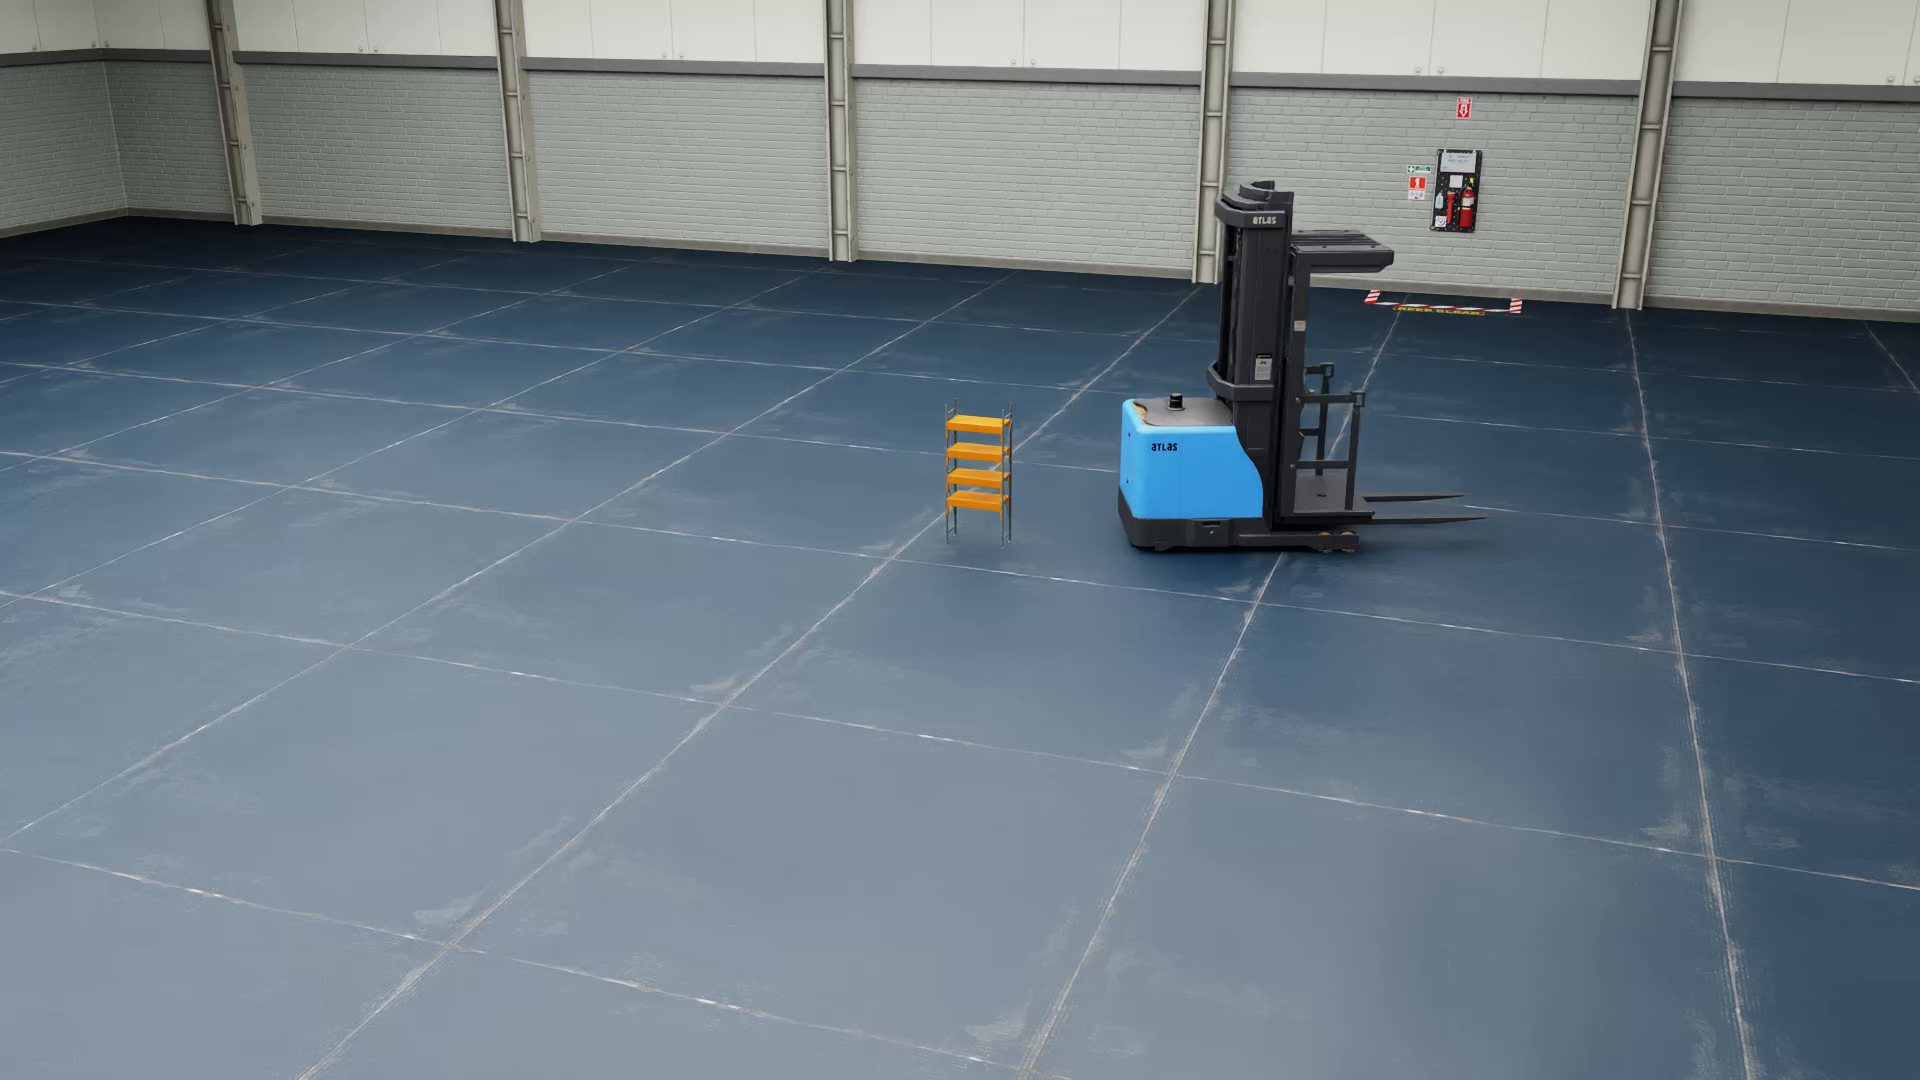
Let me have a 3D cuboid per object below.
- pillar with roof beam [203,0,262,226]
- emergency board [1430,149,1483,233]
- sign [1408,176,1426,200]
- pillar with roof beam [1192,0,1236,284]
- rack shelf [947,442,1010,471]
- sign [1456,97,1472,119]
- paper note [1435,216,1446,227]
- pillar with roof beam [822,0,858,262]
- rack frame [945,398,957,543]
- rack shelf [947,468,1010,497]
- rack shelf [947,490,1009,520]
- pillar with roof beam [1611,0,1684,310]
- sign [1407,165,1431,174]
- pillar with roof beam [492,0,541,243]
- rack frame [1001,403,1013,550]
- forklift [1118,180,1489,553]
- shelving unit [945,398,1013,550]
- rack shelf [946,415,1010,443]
[{"bbox_3d":[-14.650,-8.799,25.647,0.400,9.000,9.100,7,20,18],"label":"pillar with roof beam"},{"bbox_3d":[7.112,-4.991,23.837,0.643,1.169,0.194,7,20,18],"label":"emergency board"},{"bbox_3d":[6.624,-5.100,24.095,0.234,0.329,0.001,7,20,18],"label":"sign"},{"bbox_3d":[2.353,-6.855,20.069,0.400,9.000,9.100,7,20,18],"label":"pillar with roof beam"},{"bbox_3d":[0.156,-0.696,13.776,0.480,0.148,0.258,7,20,18],"label":"rack shelf"},{"bbox_3d":[7.137,-6.117,23.547,0.199,0.298,0.001,7,20,18],"label":"sign"},{"bbox_3d":[6.968,-4.616,24.099,0.142,0.148,0.016,7,20,18],"label":"paper note"},{"bbox_3d":[-3.314,-7.503,21.929,0.400,9.000,9.100,7,20,18],"label":"pillar with roof beam"},{"bbox_3d":[-0.074,-0.575,13.903,0.015,1.200,0.240,7,20,18],"label":"rack frame"},{"bbox_3d":[0.156,-0.485,13.850,0.480,0.148,0.258,7,20,18],"label":"rack shelf"},{"bbox_3d":[0.156,-0.298,13.915,0.480,0.148,0.258,7,20,18],"label":"rack shelf"},{"bbox_3d":[8.021,-6.206,18.210,0.400,9.000,9.100,7,20,18],"label":"pillar with roof beam"},{"bbox_3d":[6.625,-5.347,23.998,0.331,0.109,0.001,7,20,18],"label":"sign"},{"bbox_3d":[-8.982,-8.151,23.788,0.400,9.000,9.100,7,20,18],"label":"pillar with roof beam"},{"bbox_3d":[0.387,-0.522,13.752,0.015,1.200,0.240,7,20,18],"label":"rack frame"},{"bbox_3d":[2.915,-1.453,13.792,3.031,2.935,1.130,-1,19,-2],"label":"forklift"},{"bbox_3d":[0.156,-0.549,13.827,0.503,1.200,0.258,7,20,18],"label":"shelving unit"},{"bbox_3d":[0.156,-0.920,13.698,0.480,0.148,0.258,7,20,18],"label":"rack shelf"}]
